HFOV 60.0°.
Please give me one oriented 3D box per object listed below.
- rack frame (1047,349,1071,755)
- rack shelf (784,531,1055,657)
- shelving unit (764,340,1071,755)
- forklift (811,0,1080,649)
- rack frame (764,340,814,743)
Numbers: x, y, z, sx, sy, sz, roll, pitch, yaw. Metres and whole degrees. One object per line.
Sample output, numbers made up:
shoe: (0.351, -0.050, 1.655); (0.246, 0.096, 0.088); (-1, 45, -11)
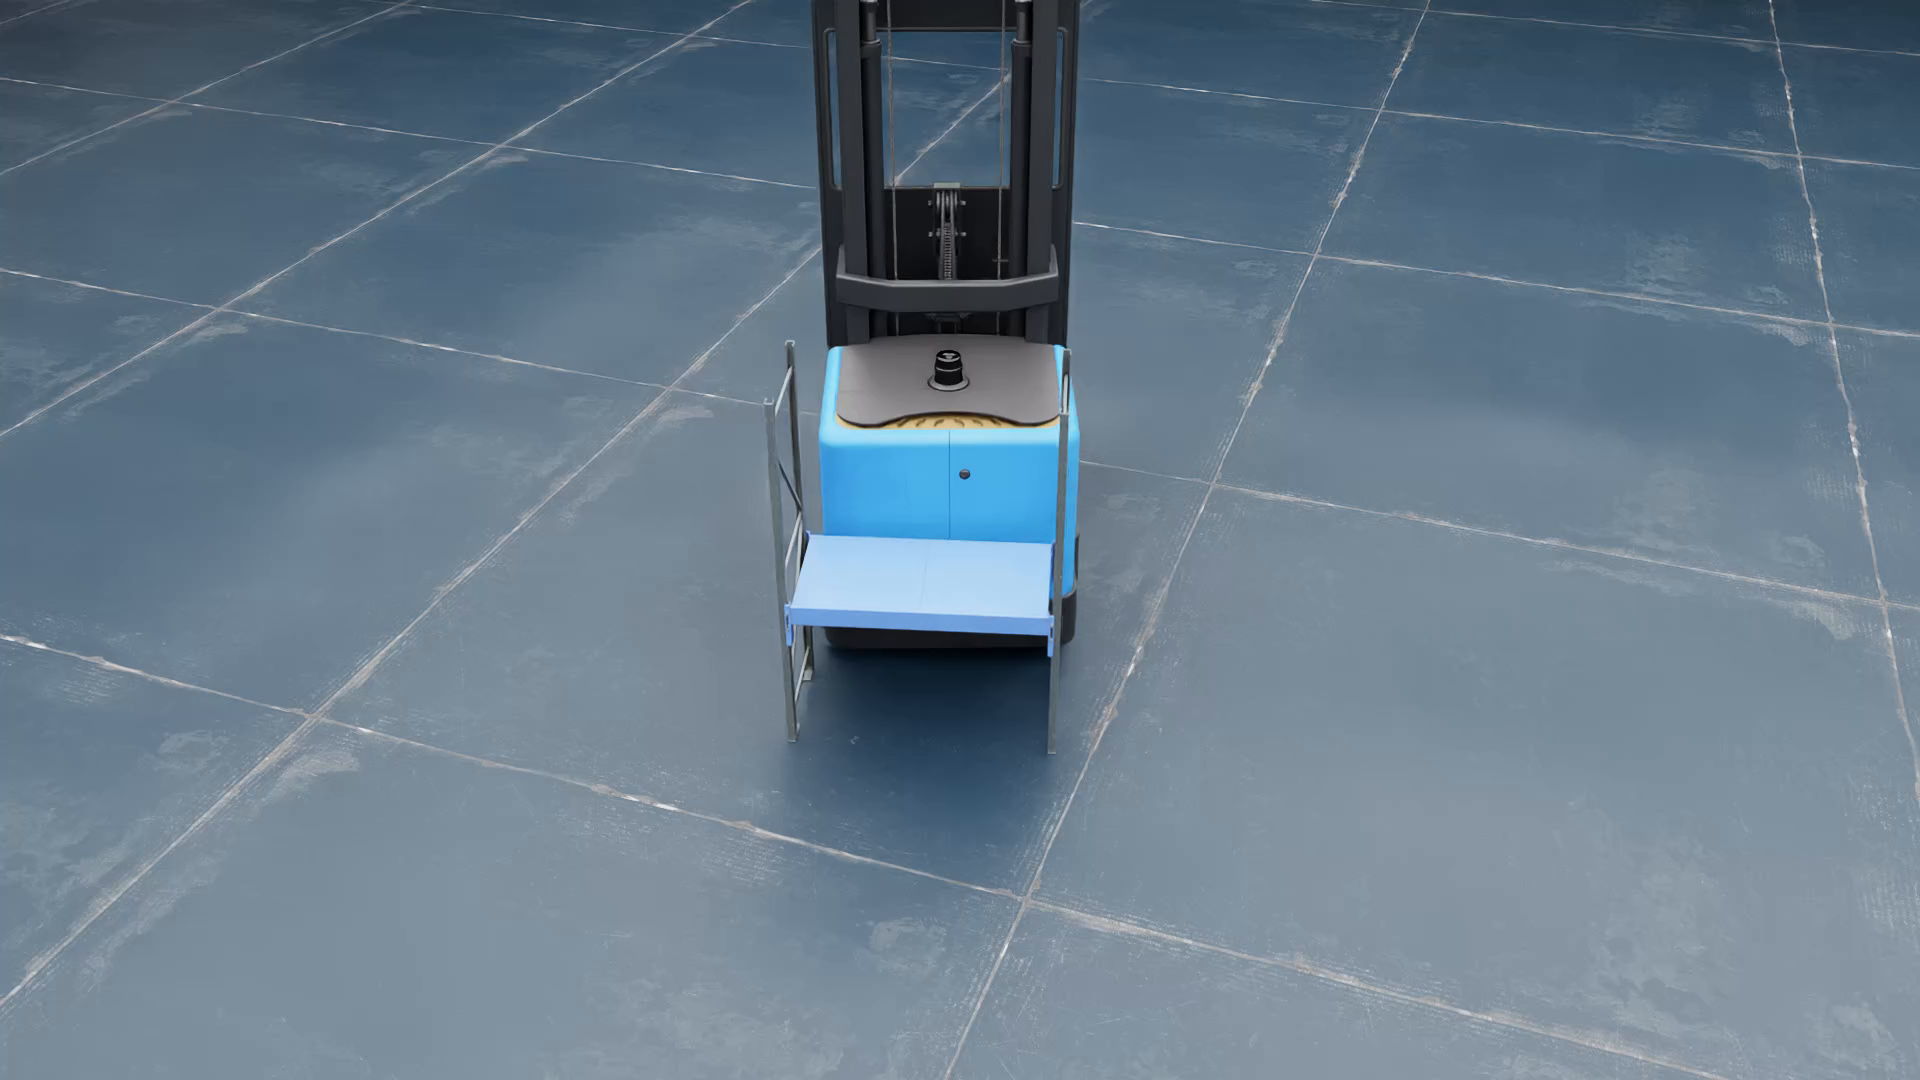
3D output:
rack frame: (0.373, 0.069, 6.261); (0.032, 1.500, 0.500); (2, 33, 3)
rack shelf: (-0.134, 0.200, 6.389); (1.000, 0.185, 0.538); (2, 33, 3)
shelving unit: (-0.134, 0.049, 6.291); (1.048, 1.500, 0.538); (2, 33, 3)
forklift: (-0.063, -1.543, 7.437); (1.130, 2.935, 3.031); (0, 33, -1)
rack frame: (-0.641, 0.029, 6.322); (0.032, 1.500, 0.500); (2, 33, 3)
